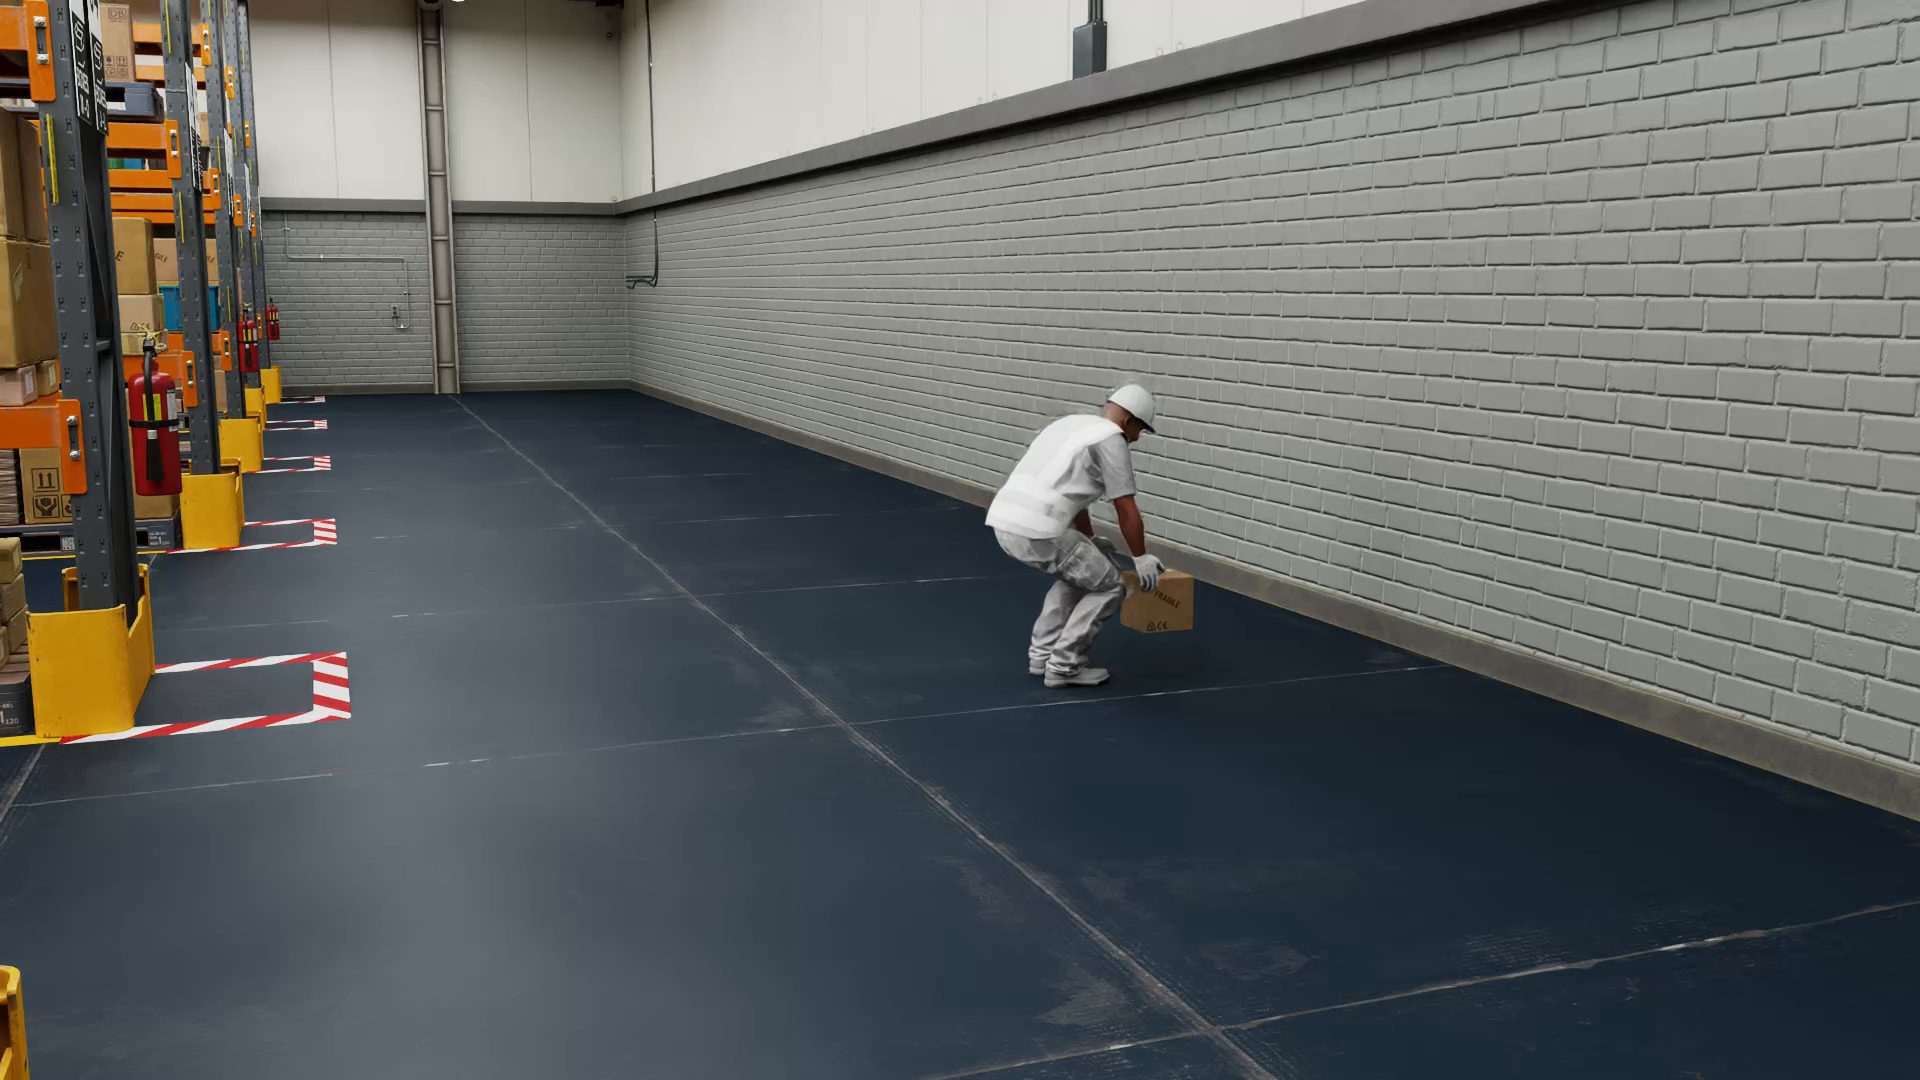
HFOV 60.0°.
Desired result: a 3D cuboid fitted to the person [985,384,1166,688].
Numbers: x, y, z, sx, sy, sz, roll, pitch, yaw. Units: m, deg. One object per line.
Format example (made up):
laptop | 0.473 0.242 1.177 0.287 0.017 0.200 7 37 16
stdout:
person | 0.511 -0.034 7.527 0.813 1.322 0.612 -3 9 -21
